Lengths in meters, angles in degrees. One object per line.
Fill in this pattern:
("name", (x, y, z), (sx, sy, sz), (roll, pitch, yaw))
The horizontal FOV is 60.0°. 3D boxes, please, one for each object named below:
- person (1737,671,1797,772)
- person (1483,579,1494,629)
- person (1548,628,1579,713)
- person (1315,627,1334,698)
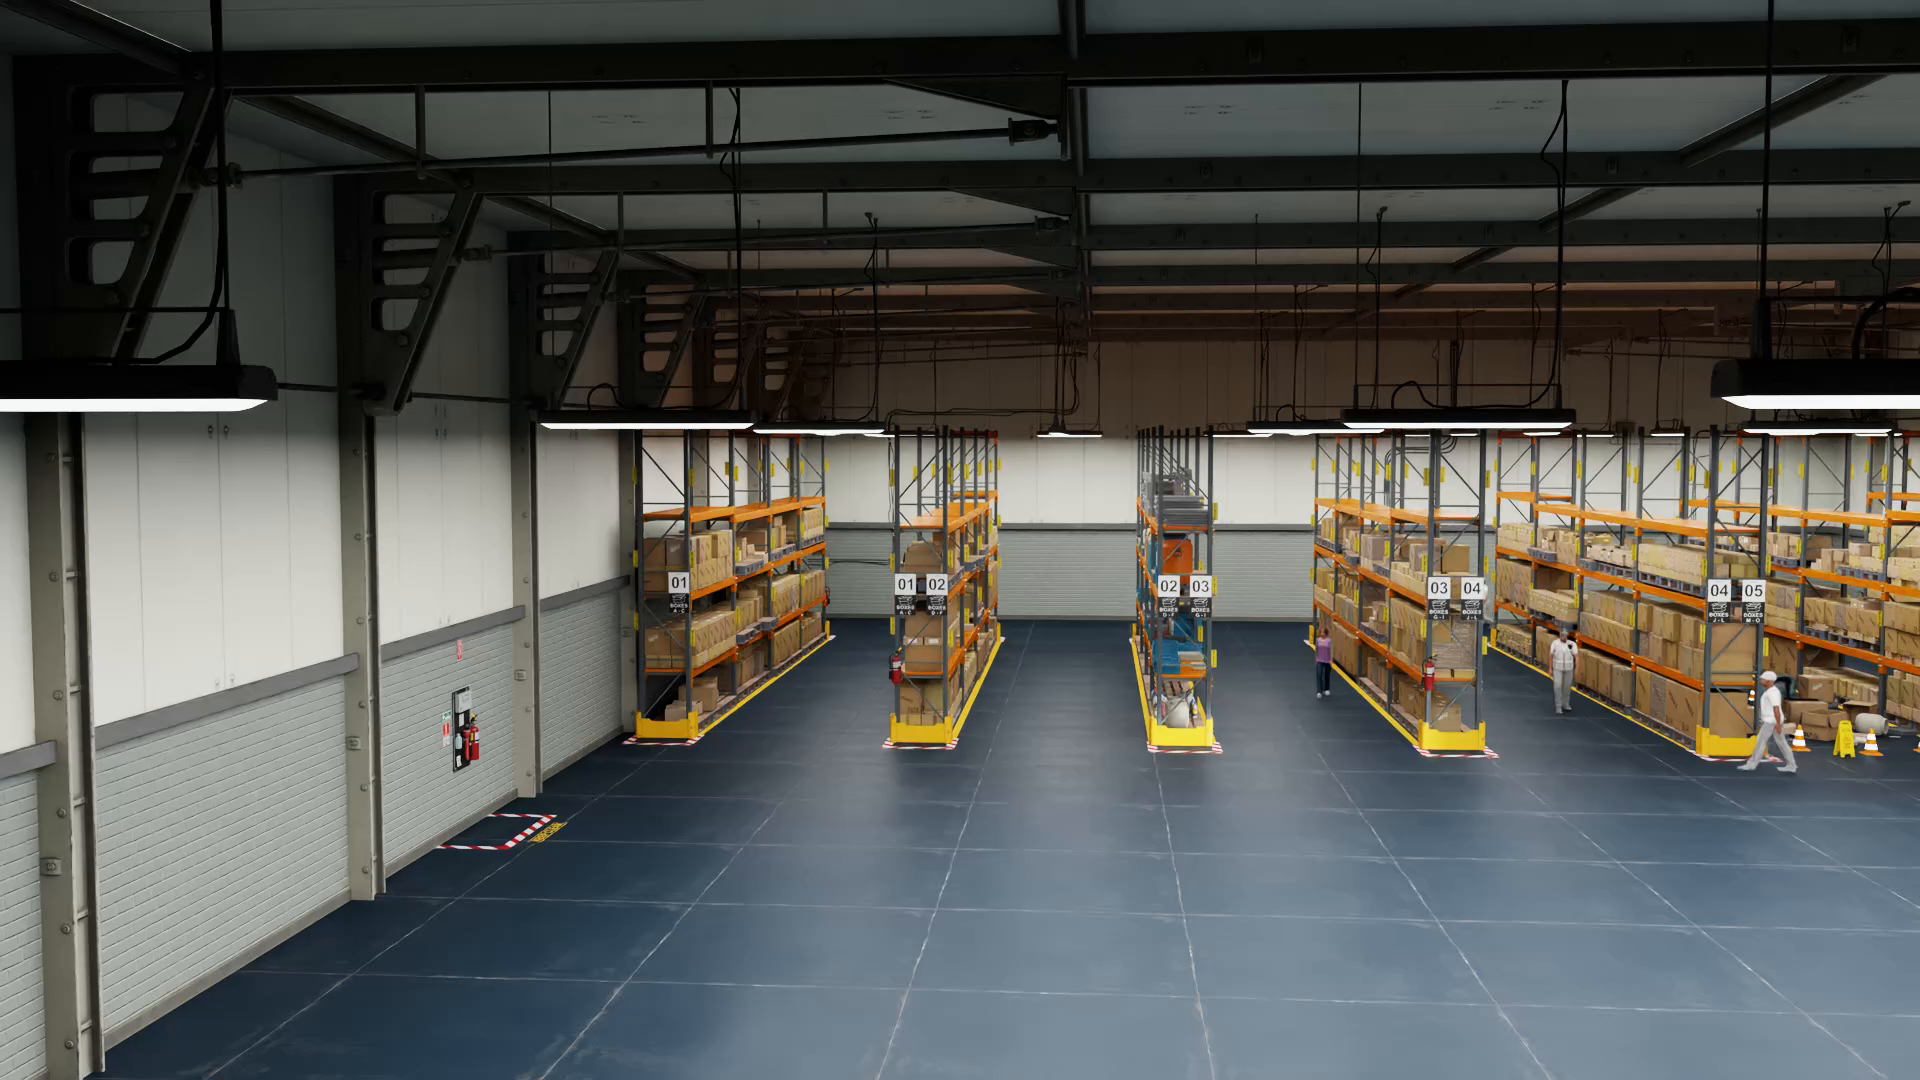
("person", (13.944, 3.118, 28.655), (0.925, 1.718, 0.607), (2, 4, 36))
("person", (15.653, 1.908, 49.750), (0.875, 1.625, 0.505), (0, 3, -8))
("person", (12.753, 2.752, 35.114), (0.602, 1.782, 0.639), (1, 4, 16))
("person", (8.074, 2.709, 36.872), (0.432, 1.552, 0.903), (1, 4, 17))
